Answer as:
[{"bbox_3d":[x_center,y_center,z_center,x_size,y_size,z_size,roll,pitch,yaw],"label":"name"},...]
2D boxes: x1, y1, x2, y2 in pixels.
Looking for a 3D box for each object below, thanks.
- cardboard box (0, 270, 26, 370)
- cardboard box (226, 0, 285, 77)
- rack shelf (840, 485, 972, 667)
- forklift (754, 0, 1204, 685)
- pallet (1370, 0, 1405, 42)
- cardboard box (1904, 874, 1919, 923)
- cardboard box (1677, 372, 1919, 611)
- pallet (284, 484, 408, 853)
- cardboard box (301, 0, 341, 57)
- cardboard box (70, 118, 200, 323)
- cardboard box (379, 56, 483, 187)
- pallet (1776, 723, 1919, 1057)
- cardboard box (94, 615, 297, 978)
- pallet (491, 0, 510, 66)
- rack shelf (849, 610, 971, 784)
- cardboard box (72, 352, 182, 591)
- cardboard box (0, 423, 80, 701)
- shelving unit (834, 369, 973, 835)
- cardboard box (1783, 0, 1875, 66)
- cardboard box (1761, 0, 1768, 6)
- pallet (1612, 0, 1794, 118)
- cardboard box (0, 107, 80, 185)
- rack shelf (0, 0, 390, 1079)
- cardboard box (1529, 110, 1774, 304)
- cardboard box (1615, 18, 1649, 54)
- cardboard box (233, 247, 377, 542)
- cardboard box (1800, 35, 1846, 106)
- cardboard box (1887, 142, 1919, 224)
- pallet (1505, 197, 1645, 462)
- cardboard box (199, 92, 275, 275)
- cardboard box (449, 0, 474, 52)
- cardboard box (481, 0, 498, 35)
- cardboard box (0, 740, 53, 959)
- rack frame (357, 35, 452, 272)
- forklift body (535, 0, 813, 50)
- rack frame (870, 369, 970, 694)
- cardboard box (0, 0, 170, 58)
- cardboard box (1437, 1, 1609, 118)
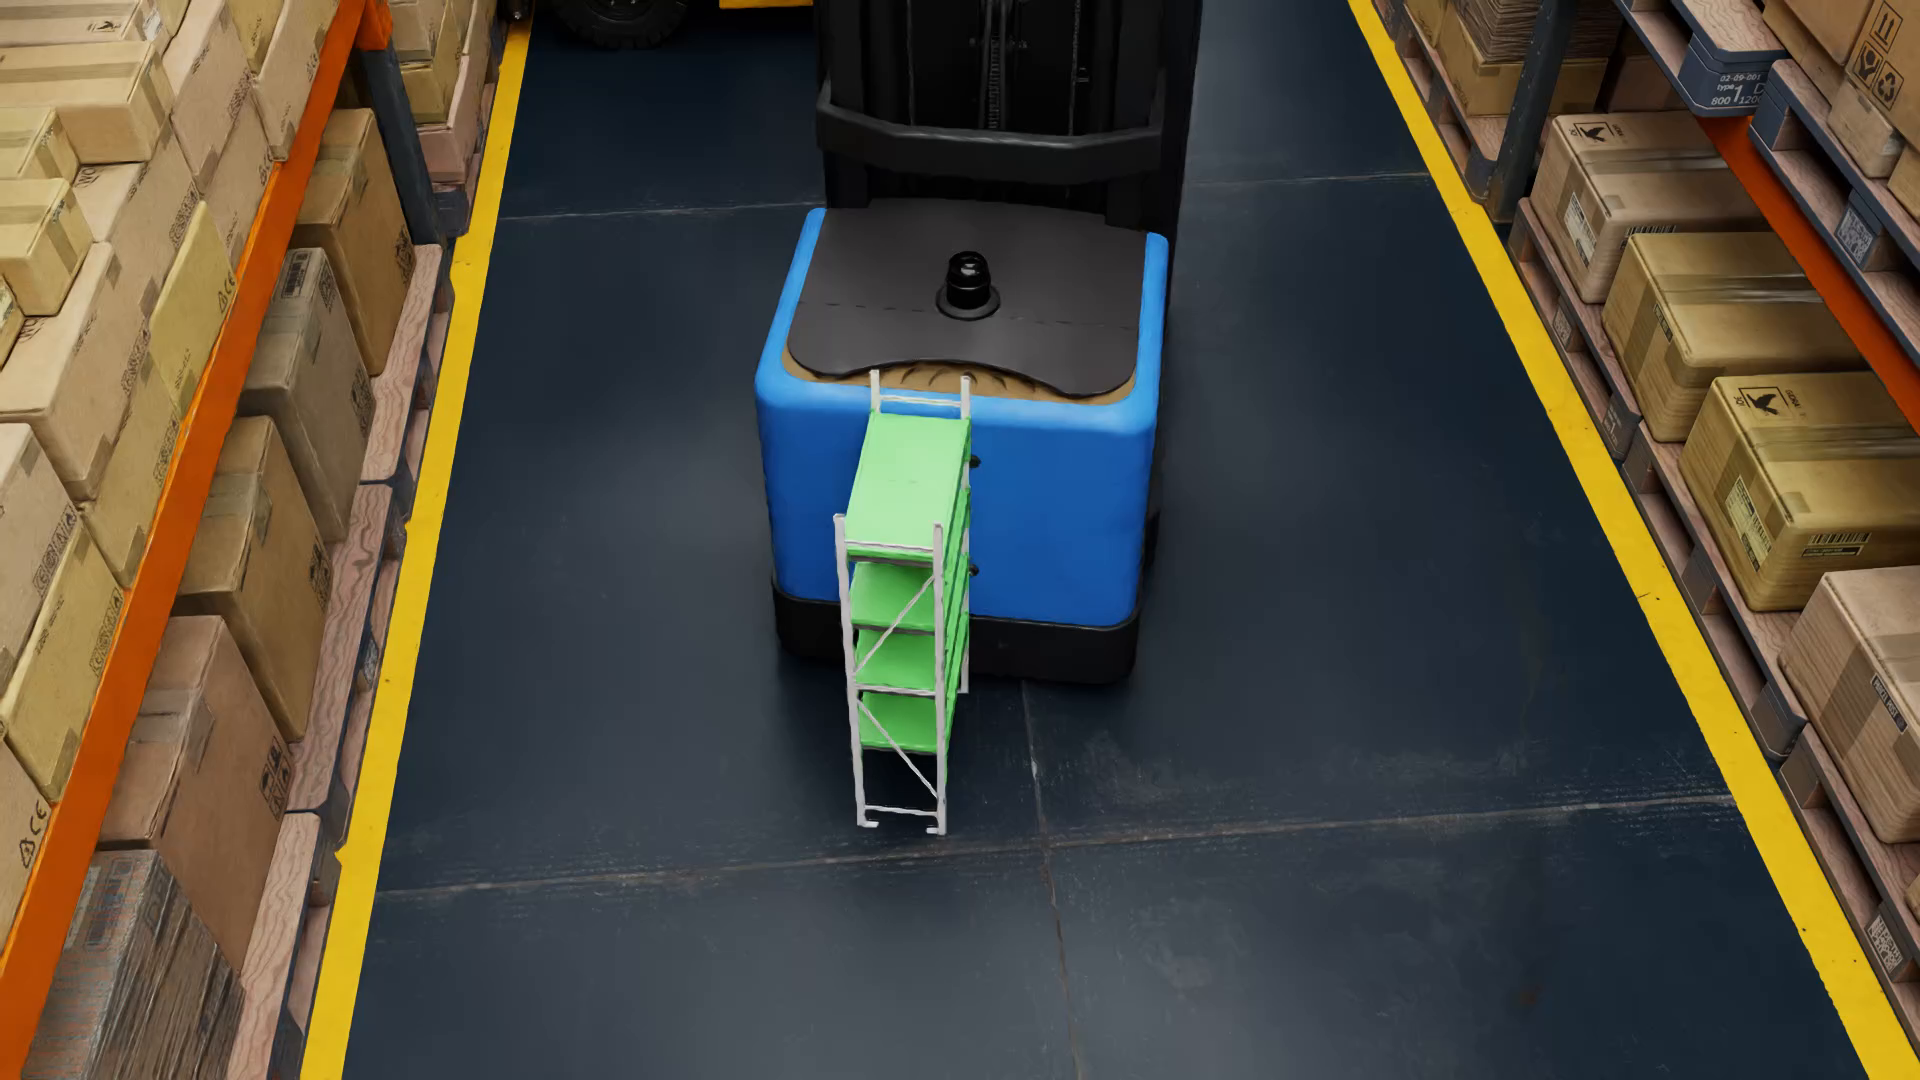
[{"bbox_3d":[-1.956,-0.371,3.020,0.380,0.149,0.250,-3,47,-3],"label":"cardboard box"},{"bbox_3d":[-2.056,-1.422,4.290,0.500,0.250,0.500,-5,47,-4],"label":"cardboard box"},{"bbox_3d":[-0.126,0.072,4.113,0.258,0.148,0.480,5,47,5],"label":"rack shelf"},{"bbox_3d":[0.162,-1.674,4.816,1.130,2.935,3.031,5,47,5],"label":"forklift"},{"bbox_3d":[2.348,-2.727,7.688,1.003,0.211,1.213,-3,47,-3],"label":"pallet"},{"bbox_3d":[2.842,0.926,3.828,0.950,0.372,0.625,-6,47,-6],"label":"cardboard box"},{"bbox_3d":[2.714,-0.156,4.853,0.950,0.372,0.625,-2,47,-2],"label":"cardboard box"},{"bbox_3d":[-2.196,0.361,4.763,1.003,0.211,1.213,-3,47,-3],"label":"pallet"},{"bbox_3d":[-2.099,-1.613,4.815,0.500,0.250,0.500,-3,47,-2],"label":"cardboard box"},{"bbox_3d":[-1.995,-0.686,3.592,0.500,0.250,0.500,-3,47,-3],"label":"cardboard box"},{"bbox_3d":[-2.112,-1.582,6.287,0.500,0.250,0.500,-3,47,-3],"label":"cardboard box"},{"bbox_3d":[2.815,0.970,4.186,1.003,0.211,1.213,-3,47,-3],"label":"pallet"},{"bbox_3d":[-2.168,0.628,3.935,0.875,0.625,0.625,-2,47,-2],"label":"cardboard box"},{"bbox_3d":[-2.532,-2.517,7.489,1.003,0.211,1.213,-3,47,-3],"label":"pallet"},{"bbox_3d":[-0.126,0.402,4.461,0.258,0.148,0.480,5,47,5],"label":"rack shelf"},{"bbox_3d":[-1.948,-0.140,3.420,0.500,0.250,0.500,-5,47,-5],"label":"cardboard box"},{"bbox_3d":[-1.901,0.062,2.884,0.500,0.250,0.500,-2,47,-2],"label":"cardboard box"},{"bbox_3d":[-0.126,0.193,4.240,0.258,1.200,0.503,5,47,5],"label":"shelving unit"},{"bbox_3d":[2.368,-1.521,4.062,0.500,0.500,0.500,-4,47,-4],"label":"cardboard box"},{"bbox_3d":[2.388,-1.575,4.560,0.380,0.149,0.250,-1,47,-1],"label":"cardboard box"},{"bbox_3d":[2.463,-1.690,4.917,1.003,0.211,1.213,-3,47,-3],"label":"pallet"},{"bbox_3d":[-2.037,-0.741,3.370,0.380,0.149,0.250,-3,47,-3],"label":"cardboard box"},{"bbox_3d":[-2.234,-0.319,3.982,1.077,0.370,4.000,-3,47,-3],"label":"rack shelf"},{"bbox_3d":[2.591,-1.179,5.822,0.950,0.372,0.625,-3,47,-3],"label":"cardboard box"},{"bbox_3d":[2.764,-2.218,6.373,0.500,0.500,0.500,-1,47,-1],"label":"cardboard box"},{"bbox_3d":[-2.289,-0.402,4.912,0.875,0.625,0.625,-4,47,-4],"label":"cardboard box"},{"bbox_3d":[2.386,-1.207,4.211,0.380,0.149,0.250,-3,47,-3],"label":"cardboard box"},{"bbox_3d":[2.409,-0.821,3.845,0.380,0.149,0.250,-5,47,-5],"label":"cardboard box"},{"bbox_3d":[2.611,-0.796,5.858,1.003,0.211,1.213,-3,47,-3],"label":"pallet"},{"bbox_3d":[-2.040,-0.889,4.129,0.500,0.250,0.500,-3,47,-3],"label":"cardboard box"},{"bbox_3d":[-2.179,-2.117,6.449,0.500,0.250,0.500,-4,47,-4],"label":"cardboard box"},{"bbox_3d":[-2.229,-2.320,6.985,0.500,0.250,0.500,-3,47,-3],"label":"cardboard box"},{"bbox_3d":[-1.860,0.596,2.723,0.500,0.250,0.500,-3,47,-3],"label":"cardboard box"},{"bbox_3d":[-2.402,-2.013,5.091,1.000,3.000,0.127,-3,47,-3],"label":"rack frame"},{"bbox_3d":[-0.760,-3.354,6.946,2.313,2.155,1.214,-3,47,-3],"label":"forklift body"},{"bbox_3d":[-0.096,0.018,4.407,0.240,1.200,0.015,5,47,5],"label":"rack frame"},{"bbox_3d":[-2.015,-1.114,3.724,0.380,0.149,0.250,-3,47,-3],"label":"cardboard box"},{"bbox_3d":[2.227,-1.928,6.615,0.500,0.250,0.500,-2,47,-1],"label":"cardboard box"}]
